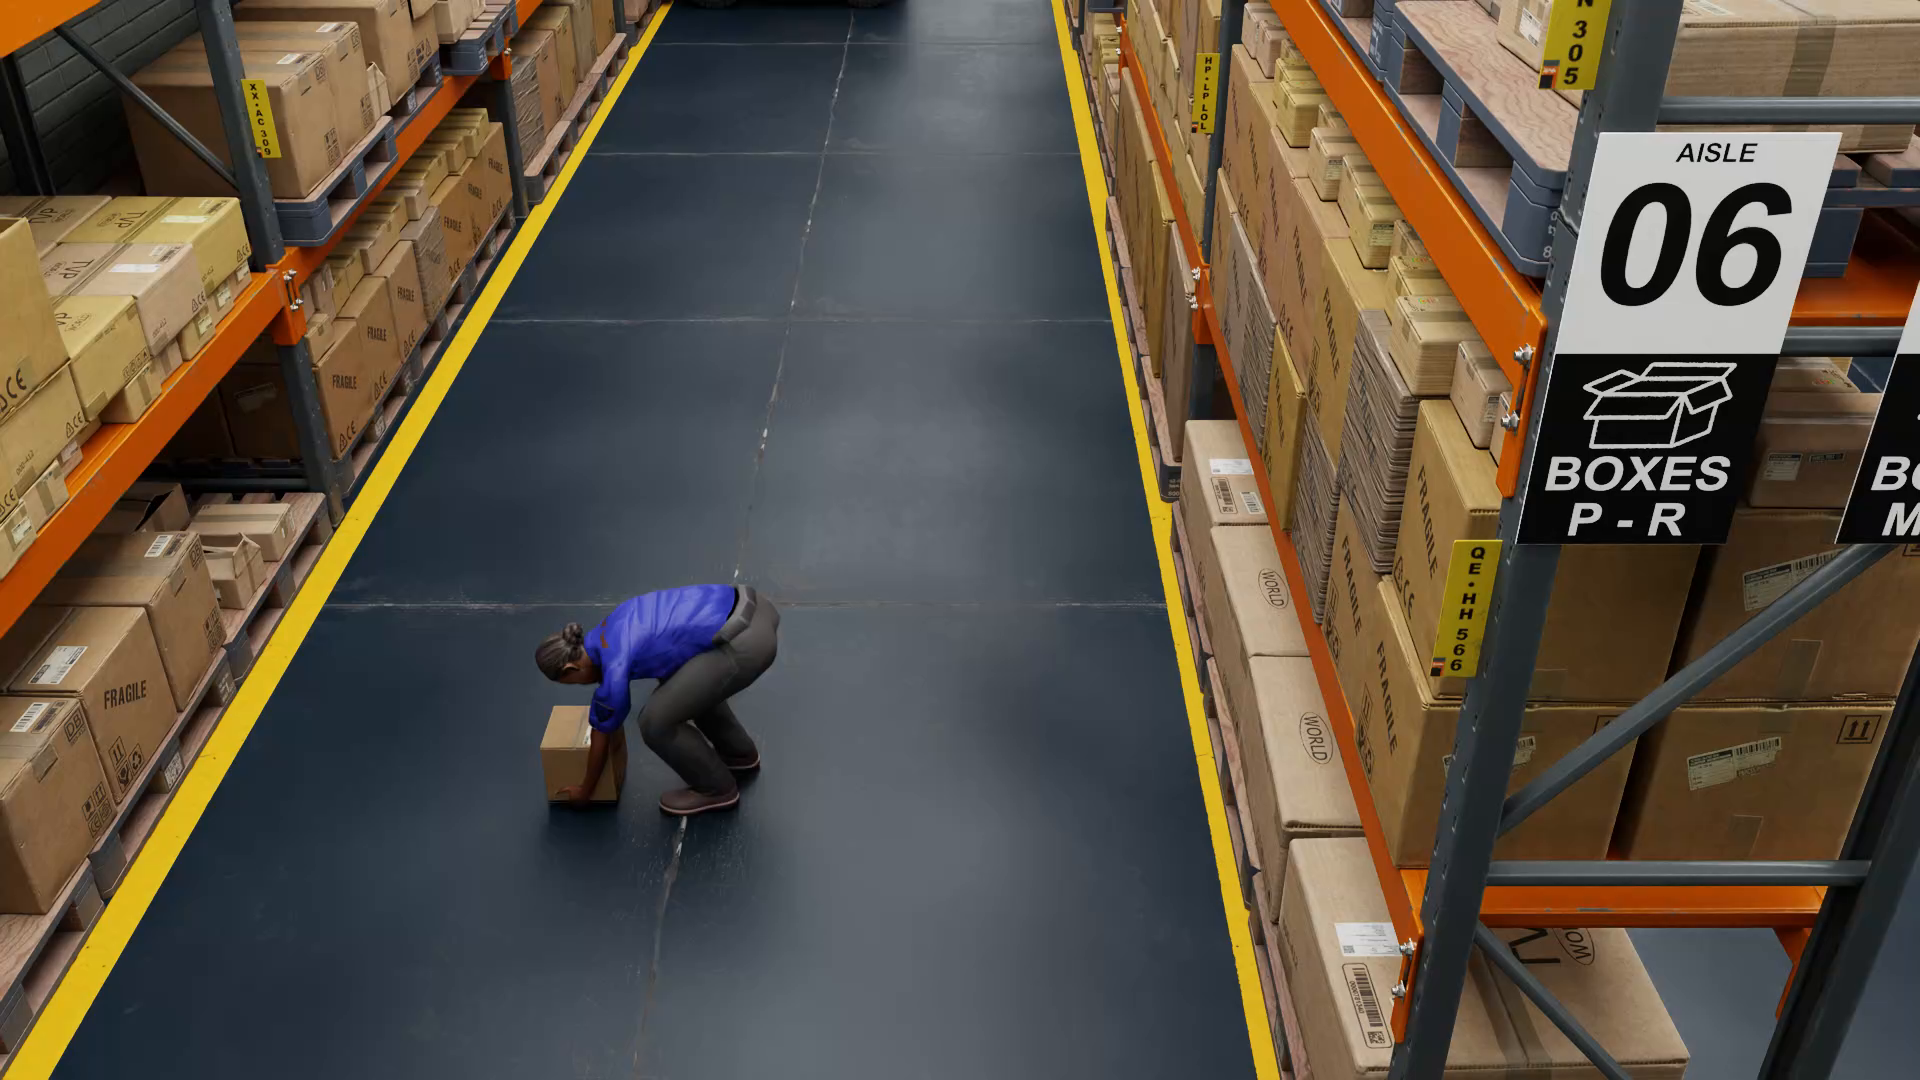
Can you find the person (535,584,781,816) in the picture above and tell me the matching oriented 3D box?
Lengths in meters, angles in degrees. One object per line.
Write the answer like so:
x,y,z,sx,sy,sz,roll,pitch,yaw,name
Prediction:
-1.067,0.565,5.996,0.866,0.851,0.453,-2,32,-3,person
